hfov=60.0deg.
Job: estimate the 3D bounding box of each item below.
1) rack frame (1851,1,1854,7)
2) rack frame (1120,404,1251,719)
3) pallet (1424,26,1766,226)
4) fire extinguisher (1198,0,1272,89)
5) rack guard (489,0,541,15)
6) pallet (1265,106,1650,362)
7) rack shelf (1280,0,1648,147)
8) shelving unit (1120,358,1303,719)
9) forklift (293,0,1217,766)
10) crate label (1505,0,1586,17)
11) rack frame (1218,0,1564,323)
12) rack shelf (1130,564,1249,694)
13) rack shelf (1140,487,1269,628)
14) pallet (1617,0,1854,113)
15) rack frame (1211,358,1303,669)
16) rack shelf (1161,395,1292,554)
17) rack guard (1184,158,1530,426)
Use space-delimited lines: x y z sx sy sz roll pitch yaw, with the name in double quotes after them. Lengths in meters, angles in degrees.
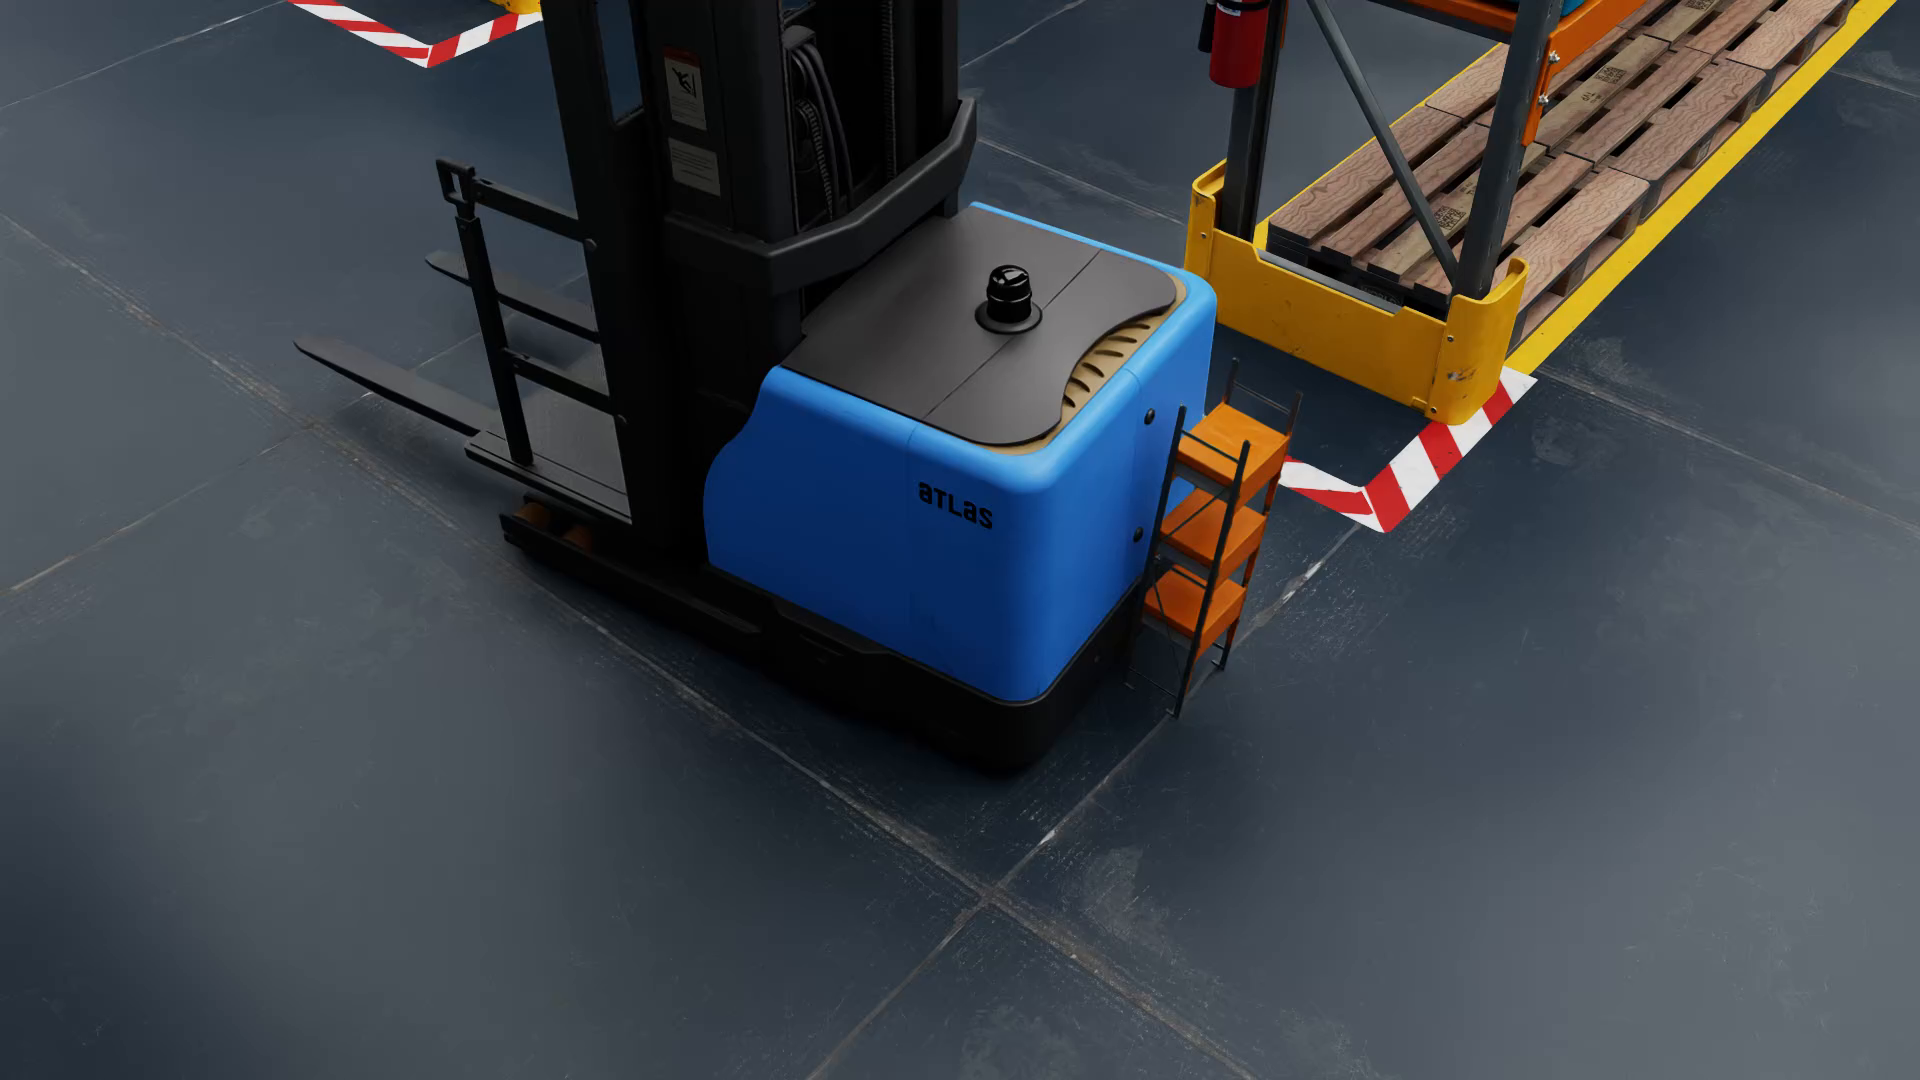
3.935 -3.901 7.310 1.000 3.000 0.127 29 50 28 "rack frame"
0.576 0.088 4.360 0.200 1.050 0.008 32 51 23 "rack frame"
2.706 -1.843 7.120 1.003 0.211 1.213 29 50 28 "pallet"
0.915 -1.794 5.328 0.296 0.674 0.183 29 50 28 "fire extinguisher"
-2.446 -3.048 8.231 1.175 0.500 0.348 29 50 28 "rack guard"
1.921 -1.217 6.432 1.003 0.211 1.213 29 50 28 "pallet"
2.647 -2.605 6.420 1.077 0.370 4.000 29 50 28 "rack shelf"
0.652 0.024 4.430 0.215 1.050 0.252 32 51 23 "shelving unit"
-0.819 -1.240 4.435 3.031 2.935 1.130 23 47 23 "forklift"
1.771 -1.786 5.064 0.416 0.233 0.303 29 50 28 "crate label"
1.360 -1.841 5.045 1.000 3.000 0.127 29 50 28 "rack frame"
0.631 0.226 4.636 0.215 0.259 0.240 32 51 23 "rack shelf"
0.651 0.031 4.438 0.215 0.259 0.240 32 51 23 "rack shelf"
3.491 -2.474 7.814 1.003 0.211 1.213 29 50 28 "pallet"
0.727 -0.040 4.501 0.200 1.050 0.008 32 51 23 "rack frame"
0.671 -0.167 4.236 0.215 0.259 0.240 32 51 23 "rack shelf"
1.355 -0.898 5.866 1.175 0.500 0.348 29 50 28 "rack guard"
